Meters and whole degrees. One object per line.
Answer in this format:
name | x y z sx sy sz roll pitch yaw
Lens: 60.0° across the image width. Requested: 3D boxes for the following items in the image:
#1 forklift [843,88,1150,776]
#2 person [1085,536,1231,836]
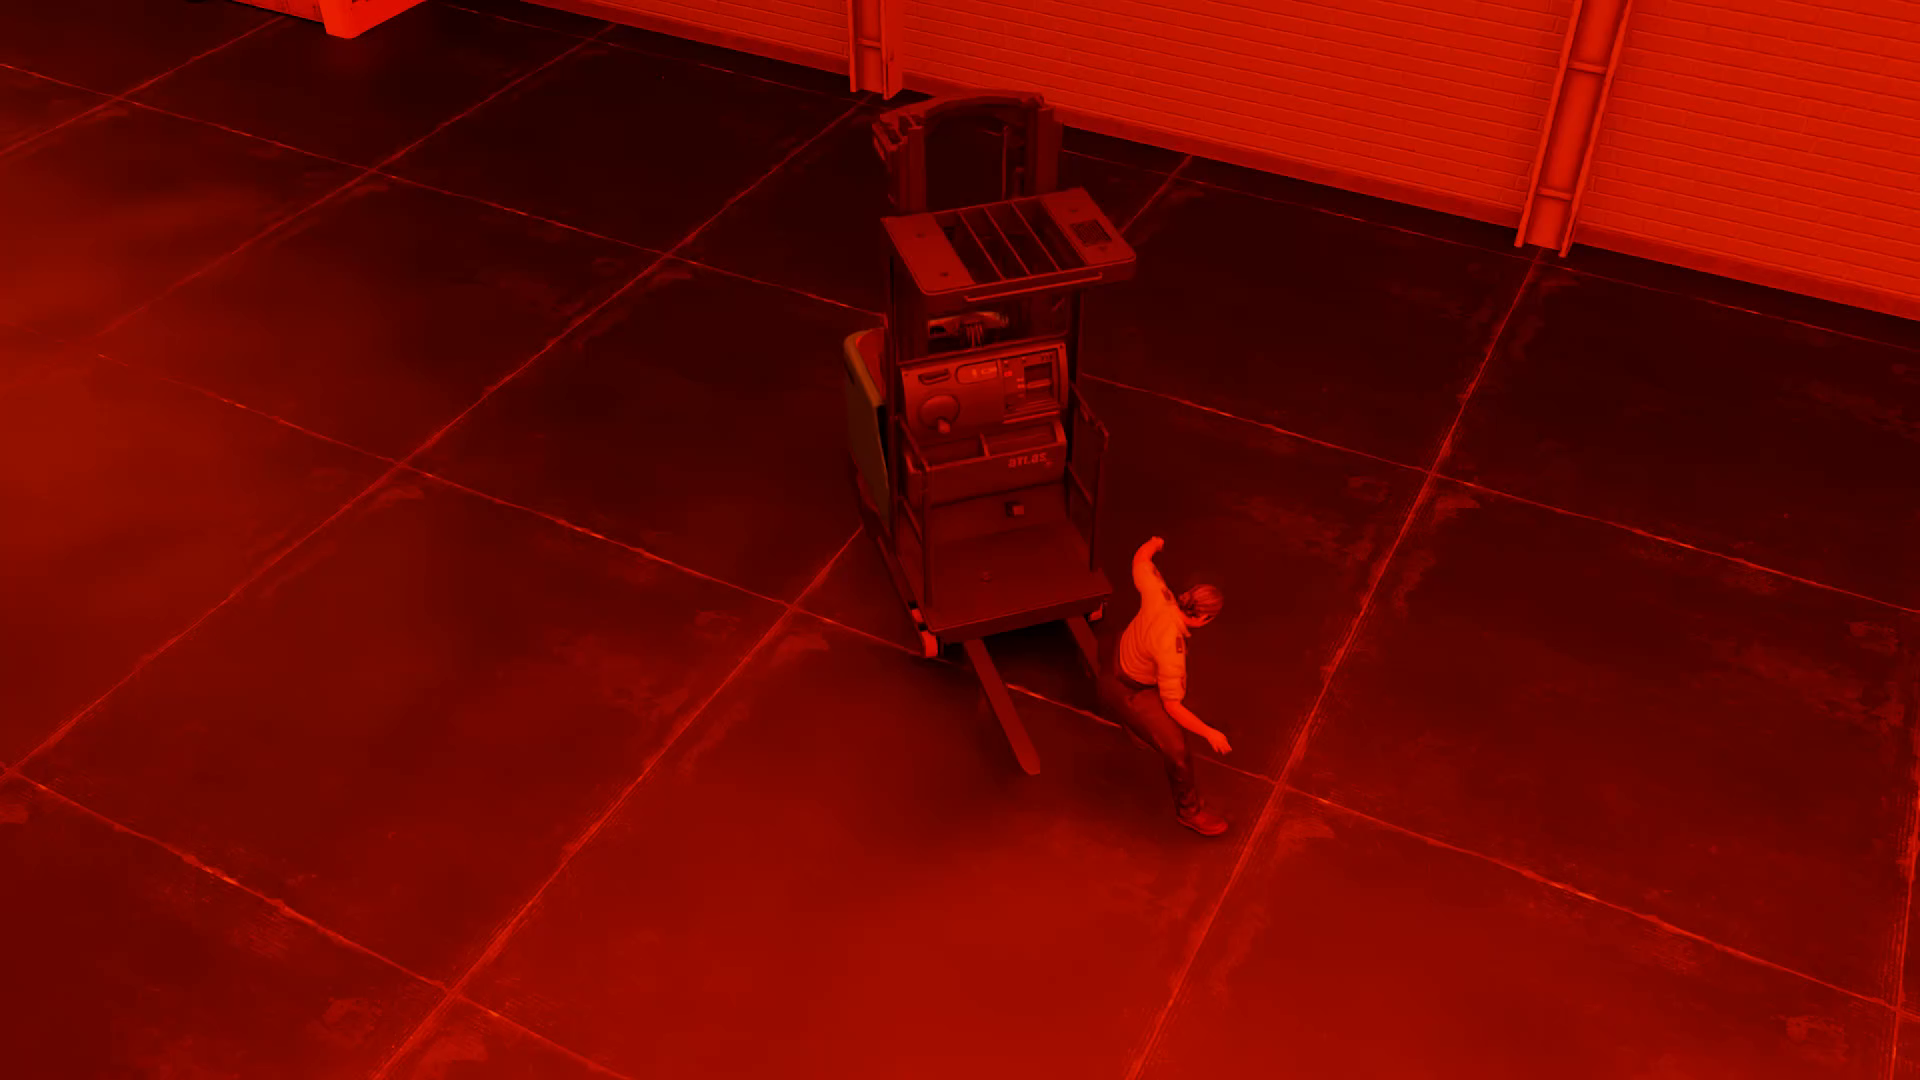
forklift | 0.209 -0.743 8.869 1.130 2.935 3.031 -12 42 -14
person | 1.026 0.633 8.474 0.735 1.356 1.227 3 40 3
